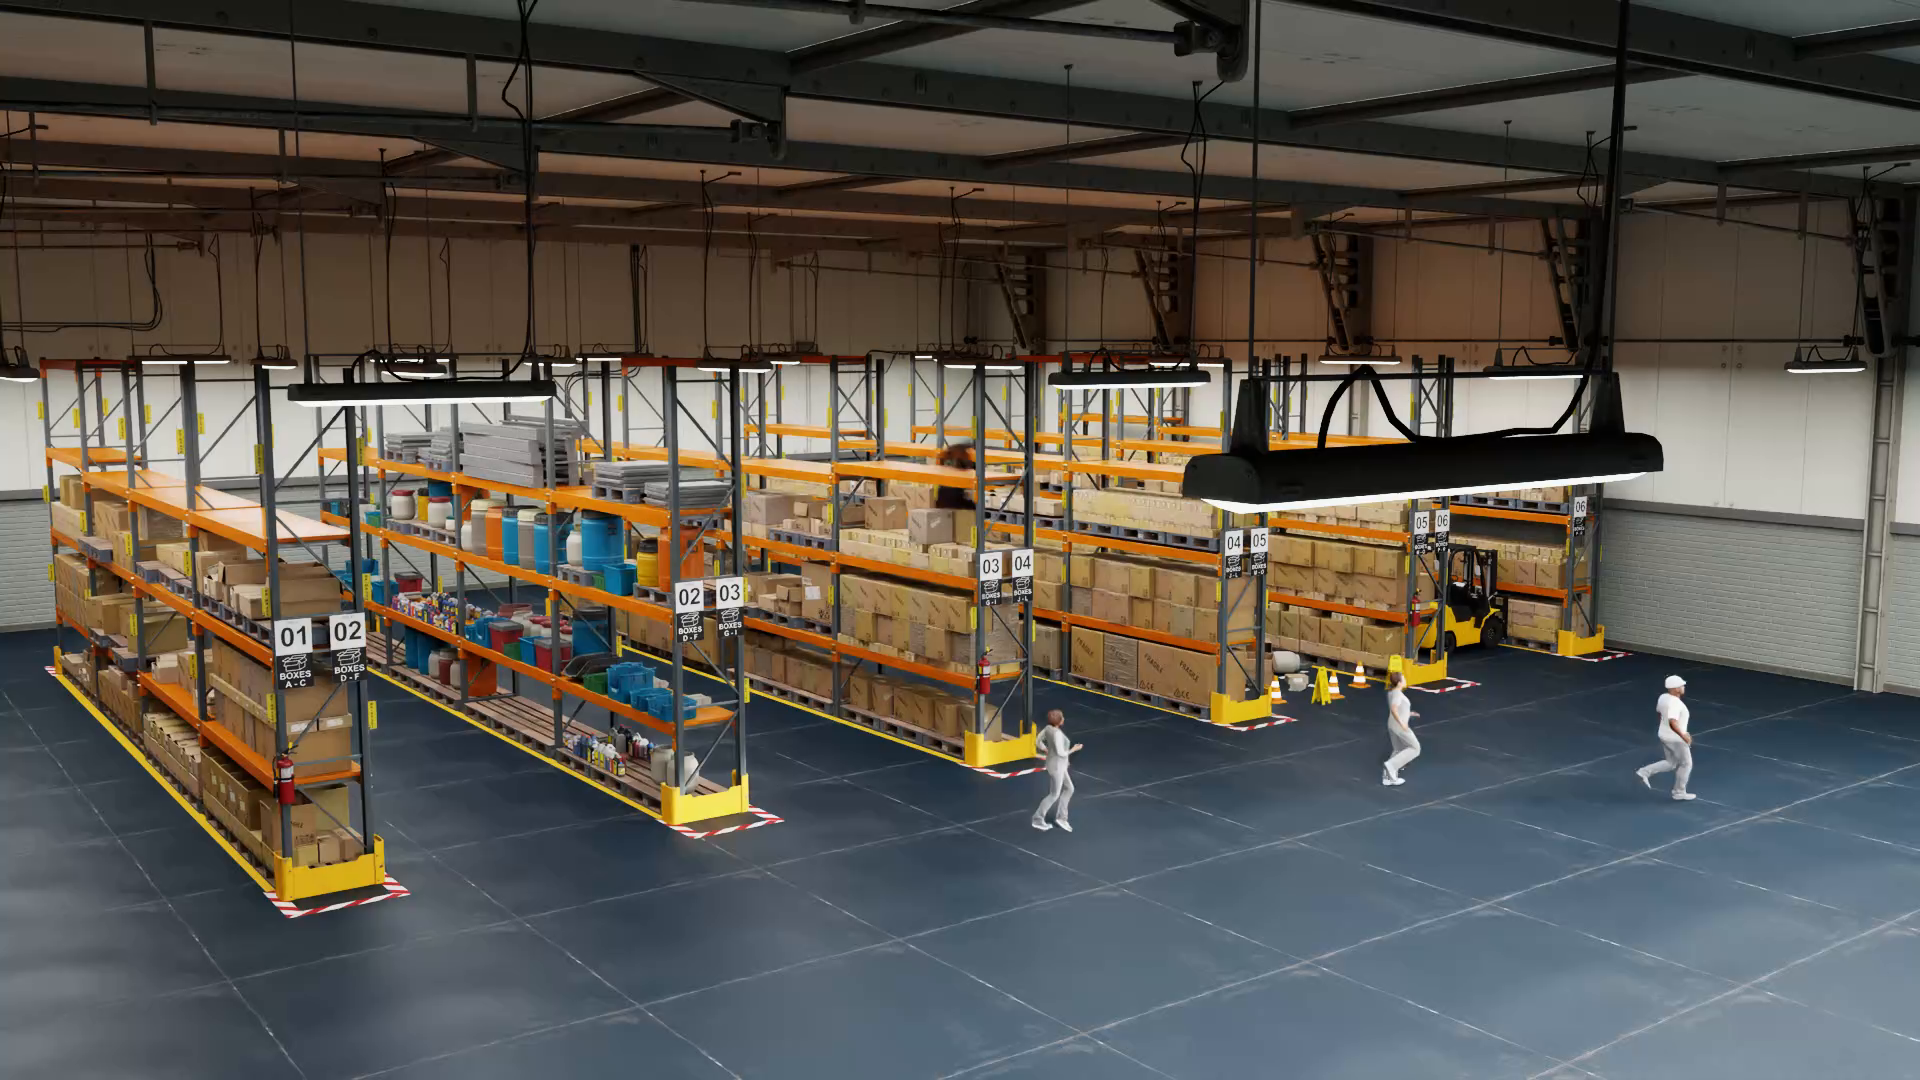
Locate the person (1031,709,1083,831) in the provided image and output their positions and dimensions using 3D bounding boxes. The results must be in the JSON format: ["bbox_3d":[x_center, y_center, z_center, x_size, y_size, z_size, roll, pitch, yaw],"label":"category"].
[{"bbox_3d":[1.242,2.978,21.377,0.667,1.639,0.514,-1,7,-7],"label":"person"}]

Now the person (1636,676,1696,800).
[{"bbox_3d":[9.776,2.726,22.921,0.795,1.729,0.738,0,7,2],"label":"person"}]

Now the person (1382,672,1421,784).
[{"bbox_3d":[6.298,2.678,23.689,0.546,1.623,0.552,-1,7,-7],"label":"person"}]
